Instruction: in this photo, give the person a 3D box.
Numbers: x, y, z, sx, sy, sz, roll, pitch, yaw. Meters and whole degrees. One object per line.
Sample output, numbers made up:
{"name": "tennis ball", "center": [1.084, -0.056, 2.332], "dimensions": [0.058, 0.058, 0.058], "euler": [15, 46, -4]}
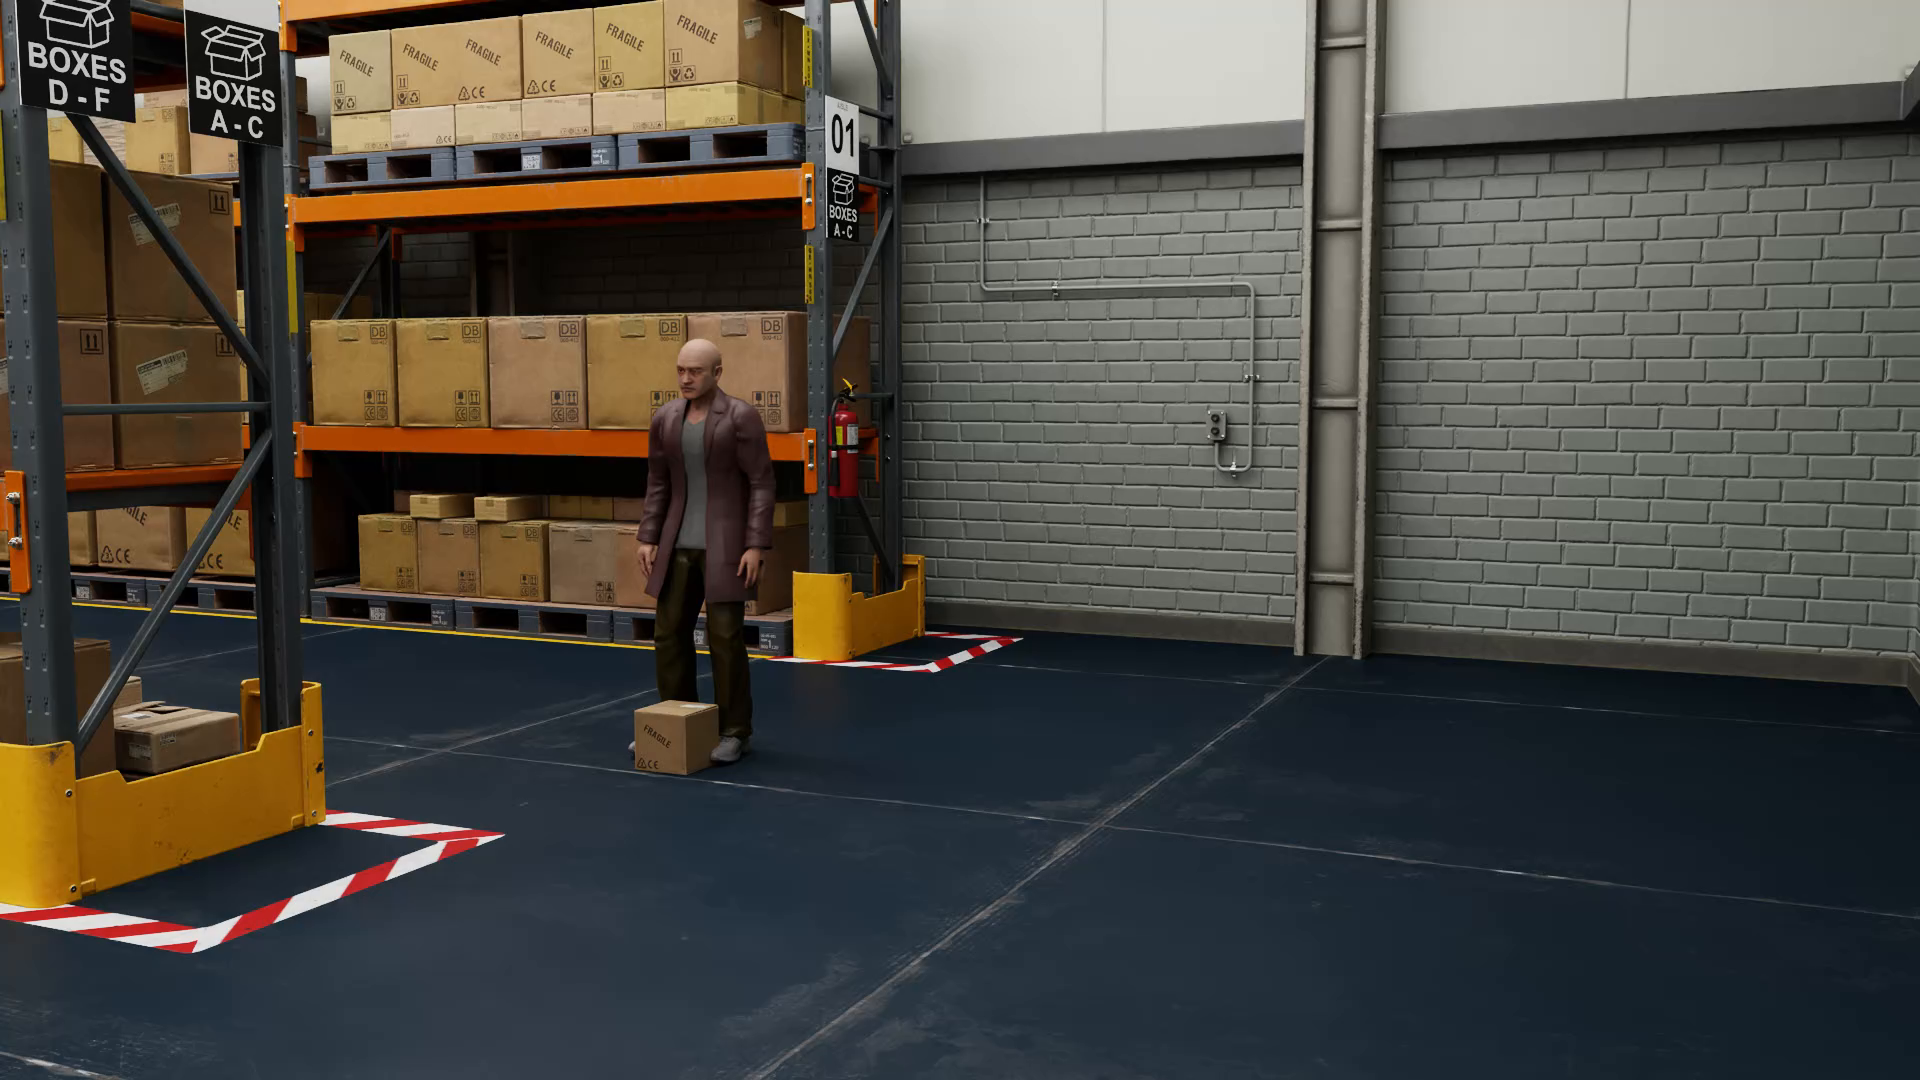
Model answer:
{"name": "person", "center": [-1.084, 0.039, 7.062], "dimensions": [0.648, 1.774, 0.418], "euler": [2, 6, 23]}
